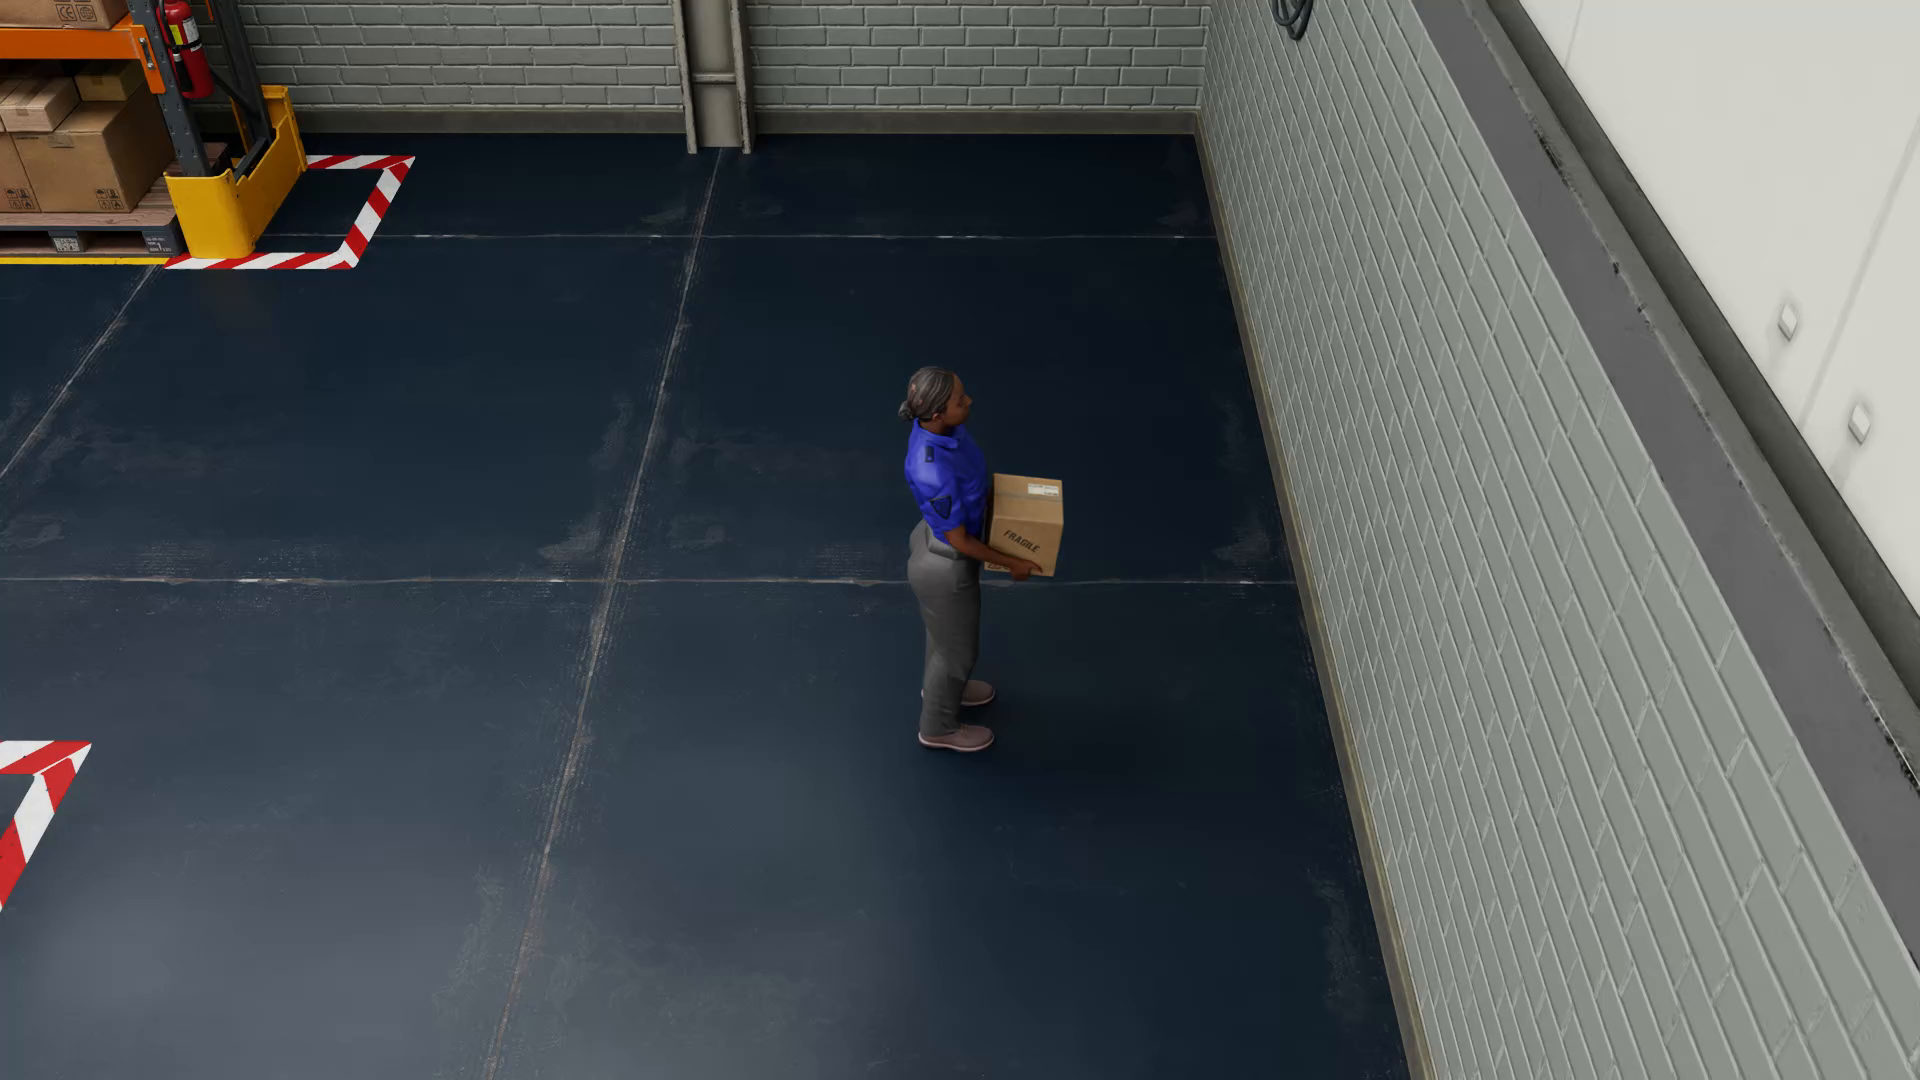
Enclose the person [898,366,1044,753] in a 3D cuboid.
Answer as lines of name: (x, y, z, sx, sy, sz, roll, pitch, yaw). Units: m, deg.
person: (0.045, 0.078, 6.075, 0.512, 1.650, 0.451, 1, 40, 1)
